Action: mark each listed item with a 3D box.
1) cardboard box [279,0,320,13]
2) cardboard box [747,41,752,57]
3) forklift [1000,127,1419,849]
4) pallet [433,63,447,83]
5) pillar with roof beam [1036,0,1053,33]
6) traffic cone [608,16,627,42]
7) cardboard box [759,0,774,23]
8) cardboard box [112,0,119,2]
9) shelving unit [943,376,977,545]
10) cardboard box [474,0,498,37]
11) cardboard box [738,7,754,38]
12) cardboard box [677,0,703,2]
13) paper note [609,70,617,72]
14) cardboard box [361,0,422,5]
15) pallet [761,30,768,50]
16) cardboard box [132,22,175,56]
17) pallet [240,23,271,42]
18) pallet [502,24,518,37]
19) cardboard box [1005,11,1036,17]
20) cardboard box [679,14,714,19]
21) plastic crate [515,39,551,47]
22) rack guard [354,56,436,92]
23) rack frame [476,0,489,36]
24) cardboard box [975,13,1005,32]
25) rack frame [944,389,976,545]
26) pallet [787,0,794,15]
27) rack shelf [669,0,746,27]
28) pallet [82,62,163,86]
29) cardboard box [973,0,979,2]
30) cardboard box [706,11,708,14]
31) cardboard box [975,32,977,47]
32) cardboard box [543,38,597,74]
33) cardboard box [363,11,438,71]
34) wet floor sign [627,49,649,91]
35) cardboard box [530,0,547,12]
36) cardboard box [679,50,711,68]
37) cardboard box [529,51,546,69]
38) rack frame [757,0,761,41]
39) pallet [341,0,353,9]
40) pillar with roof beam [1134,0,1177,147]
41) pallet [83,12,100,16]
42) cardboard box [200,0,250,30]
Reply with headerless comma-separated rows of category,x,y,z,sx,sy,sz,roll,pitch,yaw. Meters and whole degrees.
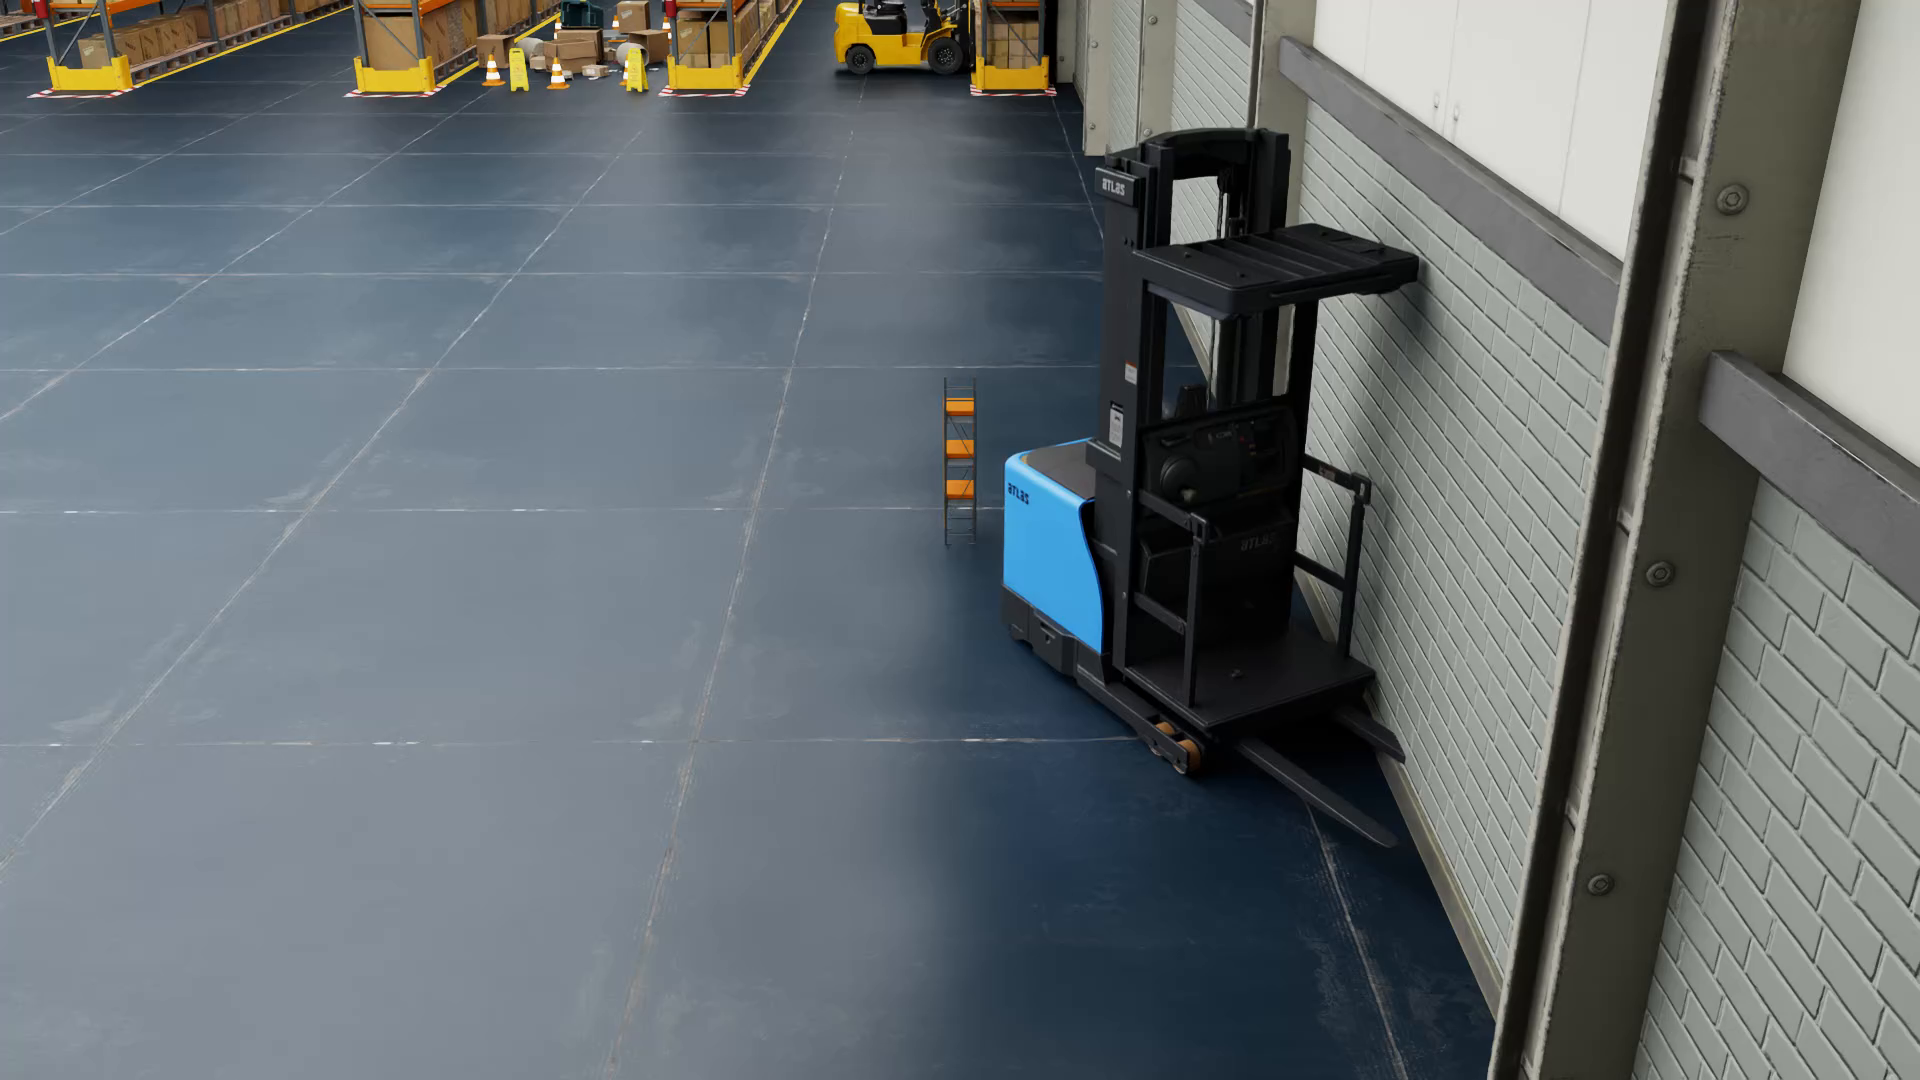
cardboard box,-14.101,-11.453,34.502,1.225,0.875,0.875,-1,24,-3
cardboard box,-3.866,-8.401,28.511,0.500,0.250,0.500,1,24,3
forklift,1.404,-0.399,8.075,1.130,2.935,3.031,-13,28,-27
pallet,-9.153,-7.688,27.493,1.003,0.211,1.213,0,24,-1
pillar with roof beam,-2.630,-14.195,31.215,9.100,9.000,0.400,0,24,-1
traffic cone,-6.577,-9.805,31.869,0.336,0.463,0.334,0,24,-1
cardboard box,-4.192,-10.447,32.888,0.950,0.372,0.625,-1,24,-2
cardboard box,-13.775,-8.756,26.775,0.380,0.149,0.250,0,24,-1
shelving unit,-0.001,-0.500,10.582,0.215,1.050,0.252,0,24,-1
cardboard box,-9.206,-9.699,30.776,1.050,0.750,0.750,0,24,-1
cardboard box,-3.872,-8.959,28.837,0.500,0.500,0.500,1,24,2
cardboard box,-4.335,-8.732,26.722,0.380,0.149,0.250,1,24,1
paper note,-5.977,-8.067,28.563,0.148,0.019,0.142,8,26,18
cardboard box,-9.115,-8.851,26.497,0.875,0.550,0.550,0,24,-1
pallet,-4.171,-9.392,31.260,1.003,0.211,1.213,0,24,-1
cardboard box,-14.007,-8.693,28.854,0.500,0.500,0.500,-2,24,-5
pallet,-14.096,-9.851,32.276,1.003,0.211,1.213,0,24,-1
pallet,-9.209,-9.829,32.226,1.003,0.211,1.213,0,24,-1
cardboard box,1.028,-8.933,28.476,0.500,0.250,0.500,-1,24,-2
cardboard box,-4.396,-8.518,27.860,0.500,0.500,0.500,1,24,1
plastic crate,-7.798,-8.957,30.257,0.450,0.188,0.662,3,22,31
rack guard,-9.066,-7.481,26.683,1.175,0.500,0.348,0,24,-1
rack frame,-9.109,-10.278,29.835,1.000,3.000,0.127,0,24,-1
cardboard box,0.502,-8.718,27.999,0.500,0.250,0.500,0,24,0
rack frame,0.001,-0.450,10.471,0.200,1.050,0.008,0,24,-1
pallet,-4.148,-11.546,36.023,1.003,0.211,1.213,0,24,-1
rack shelf,-4.139,-9.190,28.302,1.077,0.370,4.000,0,24,-1
pallet,-14.001,-7.745,27.617,1.003,0.211,1.213,0,24,-1
cardboard box,0.494,-9.559,29.859,0.500,0.250,0.500,-1,24,-1
cardboard box,-4.459,-8.961,28.054,0.380,0.149,0.250,1,24,2
cardboard box,0.507,-8.502,28.129,0.500,0.250,0.500,-1,24,-2
cardboard box,-6.668,-8.268,28.421,0.797,0.503,0.637,-19,31,-36
cardboard box,-9.139,-8.132,27.159,0.875,0.875,0.875,0,24,0
wet floor sign,-5.185,-7.538,26.633,0.267,0.644,0.232,8,26,18
cardboard box,-8.906,-11.271,34.554,0.500,0.500,0.500,-1,24,-3
cardboard box,-4.395,-7.974,27.567,0.500,0.250,0.500,0,24,-1
cardboard box,-7.249,-8.332,28.850,0.396,0.266,0.258,4,25,9
rack frame,-4.161,-10.342,29.976,1.000,3.000,0.127,0,24,-1
pallet,-14.074,-12.005,37.038,1.003,0.211,1.213,0,24,-1
pillar with roof beam,-2.434,-6.778,14.815,9.100,9.000,0.400,0,24,-1
pallet,-19.127,-11.479,35.874,1.003,0.211,1.213,0,24,-1
cardboard box,-14.048,-10.039,31.806,0.700,0.500,0.500,-2,24,-5
